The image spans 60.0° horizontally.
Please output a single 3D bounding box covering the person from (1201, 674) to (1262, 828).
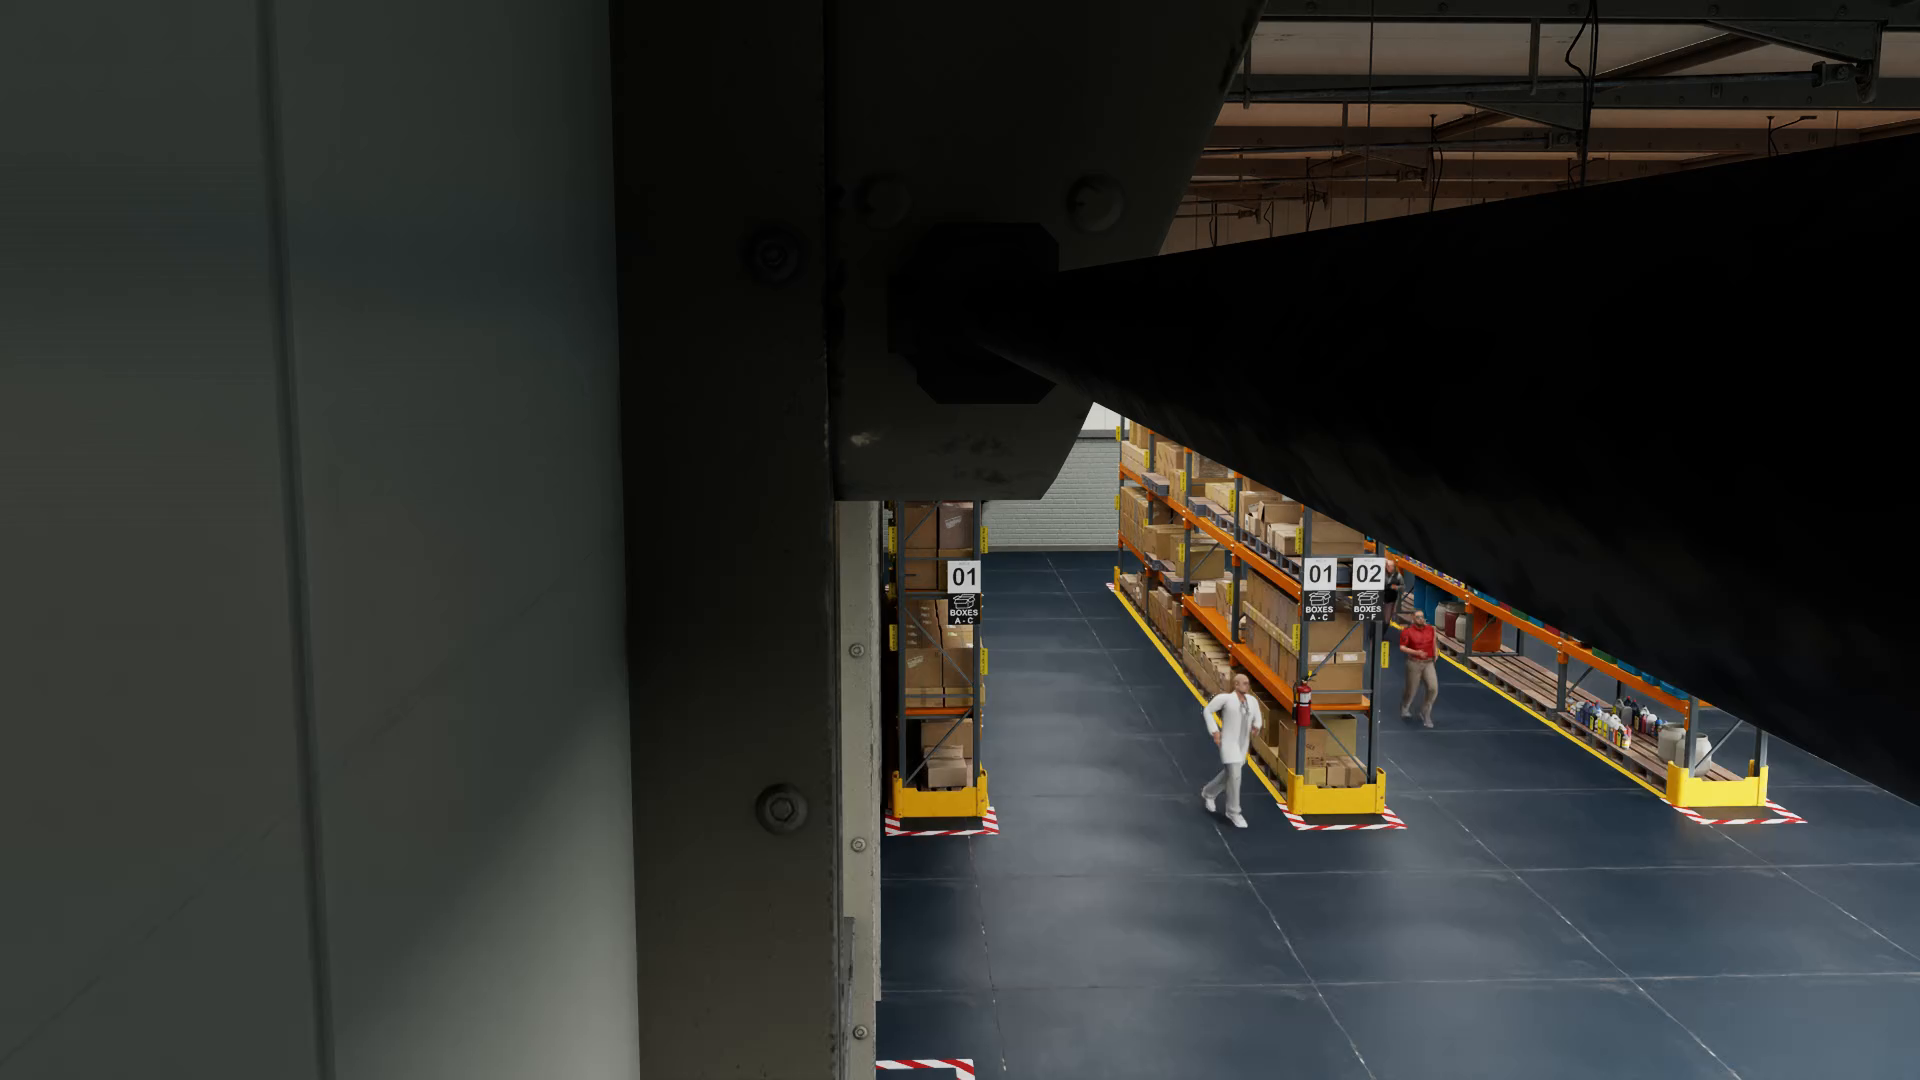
[{"bbox_3d":[3.383,2.535,20.448,0.698,1.796,0.912,-5,10,-33],"label":"person"}]

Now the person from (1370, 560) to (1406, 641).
[{"bbox_3d":[7.872,1.135,30.824,0.711,1.619,0.804,1,8,5],"label":"person"}]

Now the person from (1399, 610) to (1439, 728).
[{"bbox_3d":[6.904,1.926,24.984,0.671,1.774,0.770,-1,8,-8],"label":"person"}]
